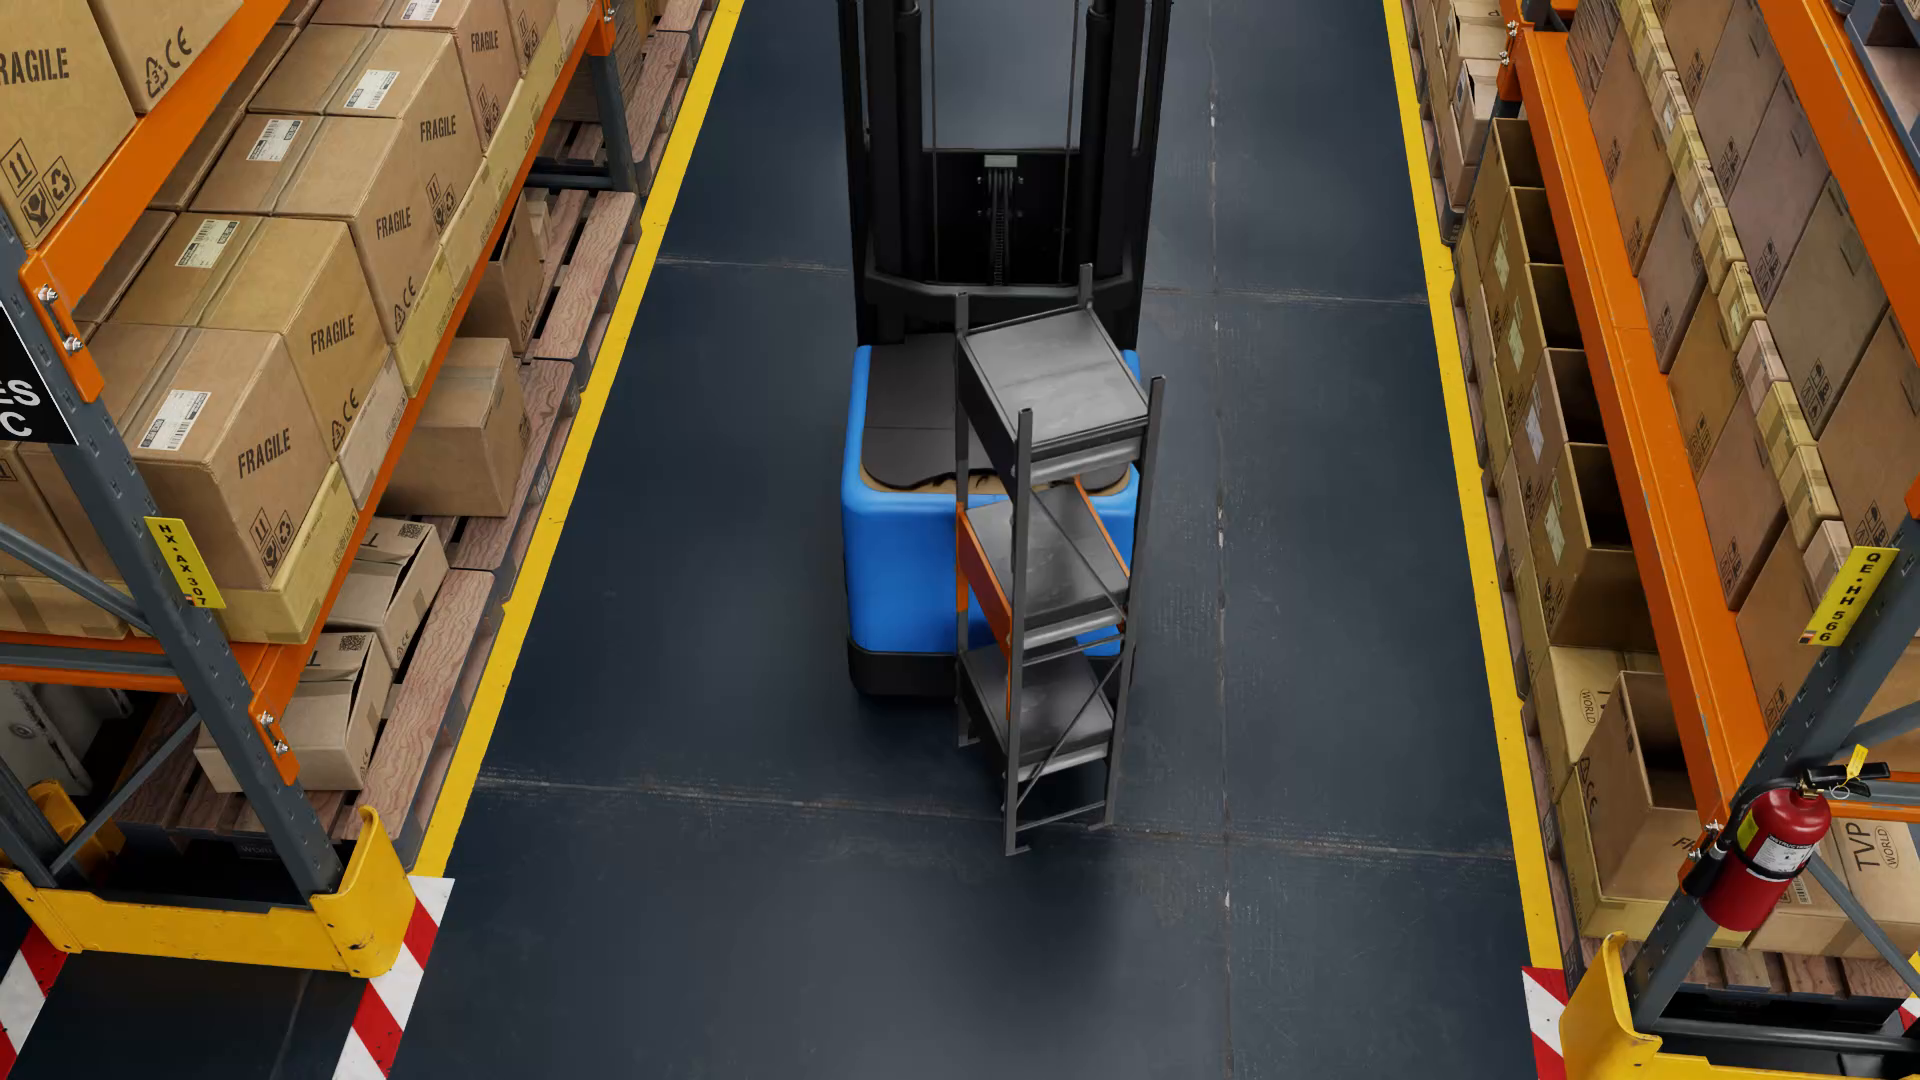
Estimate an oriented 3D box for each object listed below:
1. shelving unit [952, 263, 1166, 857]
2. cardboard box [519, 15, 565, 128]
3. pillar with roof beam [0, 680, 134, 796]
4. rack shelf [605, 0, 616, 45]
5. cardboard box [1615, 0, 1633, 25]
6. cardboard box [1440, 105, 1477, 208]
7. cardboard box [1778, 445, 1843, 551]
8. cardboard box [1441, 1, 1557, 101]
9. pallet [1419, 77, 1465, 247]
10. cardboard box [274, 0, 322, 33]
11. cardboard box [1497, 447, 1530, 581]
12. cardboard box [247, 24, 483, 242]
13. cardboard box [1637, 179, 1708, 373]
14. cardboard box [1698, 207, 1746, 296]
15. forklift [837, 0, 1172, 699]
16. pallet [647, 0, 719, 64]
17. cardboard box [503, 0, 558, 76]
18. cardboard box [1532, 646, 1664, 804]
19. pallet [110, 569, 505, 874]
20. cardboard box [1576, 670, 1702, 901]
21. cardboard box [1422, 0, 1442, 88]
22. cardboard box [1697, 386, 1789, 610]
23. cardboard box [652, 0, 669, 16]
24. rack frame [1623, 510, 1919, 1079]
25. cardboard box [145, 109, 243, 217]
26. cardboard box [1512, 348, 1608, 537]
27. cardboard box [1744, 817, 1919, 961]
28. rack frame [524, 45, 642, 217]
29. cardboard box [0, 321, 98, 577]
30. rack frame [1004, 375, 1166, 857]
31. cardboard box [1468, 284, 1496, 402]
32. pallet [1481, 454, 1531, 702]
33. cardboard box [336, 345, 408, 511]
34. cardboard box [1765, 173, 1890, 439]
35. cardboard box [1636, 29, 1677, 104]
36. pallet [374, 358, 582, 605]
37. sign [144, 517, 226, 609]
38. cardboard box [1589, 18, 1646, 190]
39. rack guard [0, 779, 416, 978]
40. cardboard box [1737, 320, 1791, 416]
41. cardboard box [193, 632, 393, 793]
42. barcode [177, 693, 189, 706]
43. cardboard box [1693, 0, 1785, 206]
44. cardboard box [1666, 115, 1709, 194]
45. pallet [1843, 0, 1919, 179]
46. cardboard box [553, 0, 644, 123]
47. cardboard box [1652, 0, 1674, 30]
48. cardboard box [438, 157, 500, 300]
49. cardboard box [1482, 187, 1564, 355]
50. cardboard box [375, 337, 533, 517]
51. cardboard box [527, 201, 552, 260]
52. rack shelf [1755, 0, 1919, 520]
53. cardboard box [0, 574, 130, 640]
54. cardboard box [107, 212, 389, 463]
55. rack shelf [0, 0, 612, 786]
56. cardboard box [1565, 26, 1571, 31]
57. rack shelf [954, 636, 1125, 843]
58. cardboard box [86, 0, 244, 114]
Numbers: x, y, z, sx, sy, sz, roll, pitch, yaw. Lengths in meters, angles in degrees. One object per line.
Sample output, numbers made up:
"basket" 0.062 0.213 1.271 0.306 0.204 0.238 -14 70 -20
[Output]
"shelving unit" 0.261 0.165 5.176 0.431 2.100 0.503 -15 49 -13
"cardboard box" -1.871 -1.847 6.495 0.500 0.250 0.500 4 48 4
"pillar with roof beam" 1.049 -1.993 2.475 9.100 9.000 0.400 4 48 4
"rack shelf" -1.894 -3.852 8.728 1.077 0.370 4.000 4 48 4
"cardboard box" 2.595 -1.989 6.029 0.380 0.149 0.250 3 48 3
"cardboard box" 2.606 -1.833 7.972 0.500 0.250 0.500 3 48 3
"cardboard box" 2.360 -0.094 4.296 0.380 0.149 0.250 5 48 5
"cardboard box" 2.650 -2.397 8.109 0.500 0.311 0.500 5 48 5
"pallet" 2.885 -1.898 8.342 1.003 0.211 1.213 4 48 4
"cardboard box" -2.429 -1.757 5.904 0.500 0.500 0.500 5 48 5
"cardboard box" 2.372 -0.086 6.375 0.500 0.250 0.500 4 48 4
"cardboard box" -1.955 -1.347 5.529 0.500 0.500 0.500 5 48 5
"cardboard box" 2.686 -0.869 5.444 0.700 0.500 0.500 5 48 5
"cardboard box" 2.454 -0.853 4.990 0.380 0.149 0.250 5 48 5
"forklift" 0.150 -1.480 6.117 1.130 2.935 3.031 1 48 1
"pallet" -1.898 -3.155 9.493 1.003 0.211 1.213 4 48 4
"cardboard box" -1.851 -2.099 6.217 0.500 0.500 0.500 4 48 3
"cardboard box" 2.281 0.649 5.703 0.500 0.250 0.500 4 48 4
"pallet" -2.325 0.605 6.054 1.003 0.211 1.213 4 48 4
"cardboard box" 2.245 0.764 5.089 0.500 0.500 0.500 4 48 4
"cardboard box" 2.700 -2.580 8.656 0.500 0.250 0.500 5 48 4
"cardboard box" 2.591 -0.117 4.757 0.700 0.500 0.500 5 48 5
"cardboard box" -1.942 -3.227 9.065 0.700 0.500 0.500 4 48 4
"rack frame" 2.492 0.645 4.128 1.000 3.000 0.127 4 48 4
"cardboard box" -2.511 -1.005 5.216 0.500 0.500 0.500 3 48 2
"cardboard box" 2.368 -0.339 6.098 0.500 0.500 0.500 4 48 4
"cardboard box" 2.763 1.052 5.334 0.500 0.250 0.500 4 48 4
"rack frame" -2.076 -2.625 7.118 1.000 3.000 0.127 4 48 4
"cardboard box" -2.610 -0.256 4.531 0.500 0.500 0.500 3 48 3
"rack frame" 0.341 0.335 5.020 0.400 2.100 0.015 -15 49 -13
"cardboard box" 2.462 -0.821 7.047 0.500 0.250 0.500 4 48 4
"pallet" 2.634 0.127 6.491 1.003 0.211 1.213 4 48 4
"cardboard box" -2.047 -0.362 5.136 0.500 0.250 0.500 3 48 2
"cardboard box" 2.595 -0.595 4.314 0.700 0.500 0.500 3 48 3
"cardboard box" 2.548 -1.612 5.684 0.380 0.149 0.250 2 48 2
"pallet" -2.211 -0.289 6.871 1.003 0.211 1.213 4 48 4
"sign" -1.901 0.058 4.077 0.100 0.325 0.005 4 48 4
"cardboard box" 2.781 -1.614 6.126 0.700 0.500 0.500 3 48 3
"rack guard" -2.434 1.102 5.403 1.175 0.500 0.348 4 48 4
"cardboard box" 2.408 -0.467 4.637 0.380 0.149 0.250 4 48 4
"cardboard box" -2.288 0.571 5.719 0.500 0.311 0.500 -1 48 -1
"barcode" -2.685 0.528 5.752 0.001 0.075 0.075 4 48 4
"cardboard box" 2.686 -1.333 4.990 0.700 0.500 0.500 4 48 4
"cardboard box" 2.502 -1.224 5.330 0.380 0.149 0.250 4 48 3
"pallet" 2.583 -0.856 3.527 1.003 0.211 1.213 4 48 4
"cardboard box" -2.026 -2.472 8.374 0.700 0.500 0.500 5 48 5
"cardboard box" 2.778 -2.068 5.662 0.700 0.500 0.500 4 48 3
"cardboard box" -1.947 -1.107 5.818 0.500 0.250 0.500 4 48 4
"cardboard box" 2.465 -1.074 6.770 0.500 0.500 0.500 4 48 4
"cardboard box" -2.120 -0.448 6.522 0.700 0.500 0.500 1 48 1
"cardboard box" -2.095 -1.422 7.640 0.380 0.166 0.250 -2 48 -2
"rack shelf" 2.675 -1.595 4.630 1.077 0.370 4.000 4 48 4
"cardboard box" -2.591 0.002 4.804 0.500 0.250 0.500 4 48 4
"cardboard box" -2.043 -0.588 4.835 0.500 0.500 0.500 4 48 4
"rack shelf" -2.259 -0.913 6.039 1.077 0.370 4.000 4 48 4
"cardboard box" 3.194 -2.352 8.067 0.500 0.311 0.500 3 48 3
"rack shelf" 0.262 0.646 5.703 0.431 0.518 0.480 -15 49 -13
"cardboard box" -2.077 -1.360 3.847 0.500 0.500 0.500 7 48 6
